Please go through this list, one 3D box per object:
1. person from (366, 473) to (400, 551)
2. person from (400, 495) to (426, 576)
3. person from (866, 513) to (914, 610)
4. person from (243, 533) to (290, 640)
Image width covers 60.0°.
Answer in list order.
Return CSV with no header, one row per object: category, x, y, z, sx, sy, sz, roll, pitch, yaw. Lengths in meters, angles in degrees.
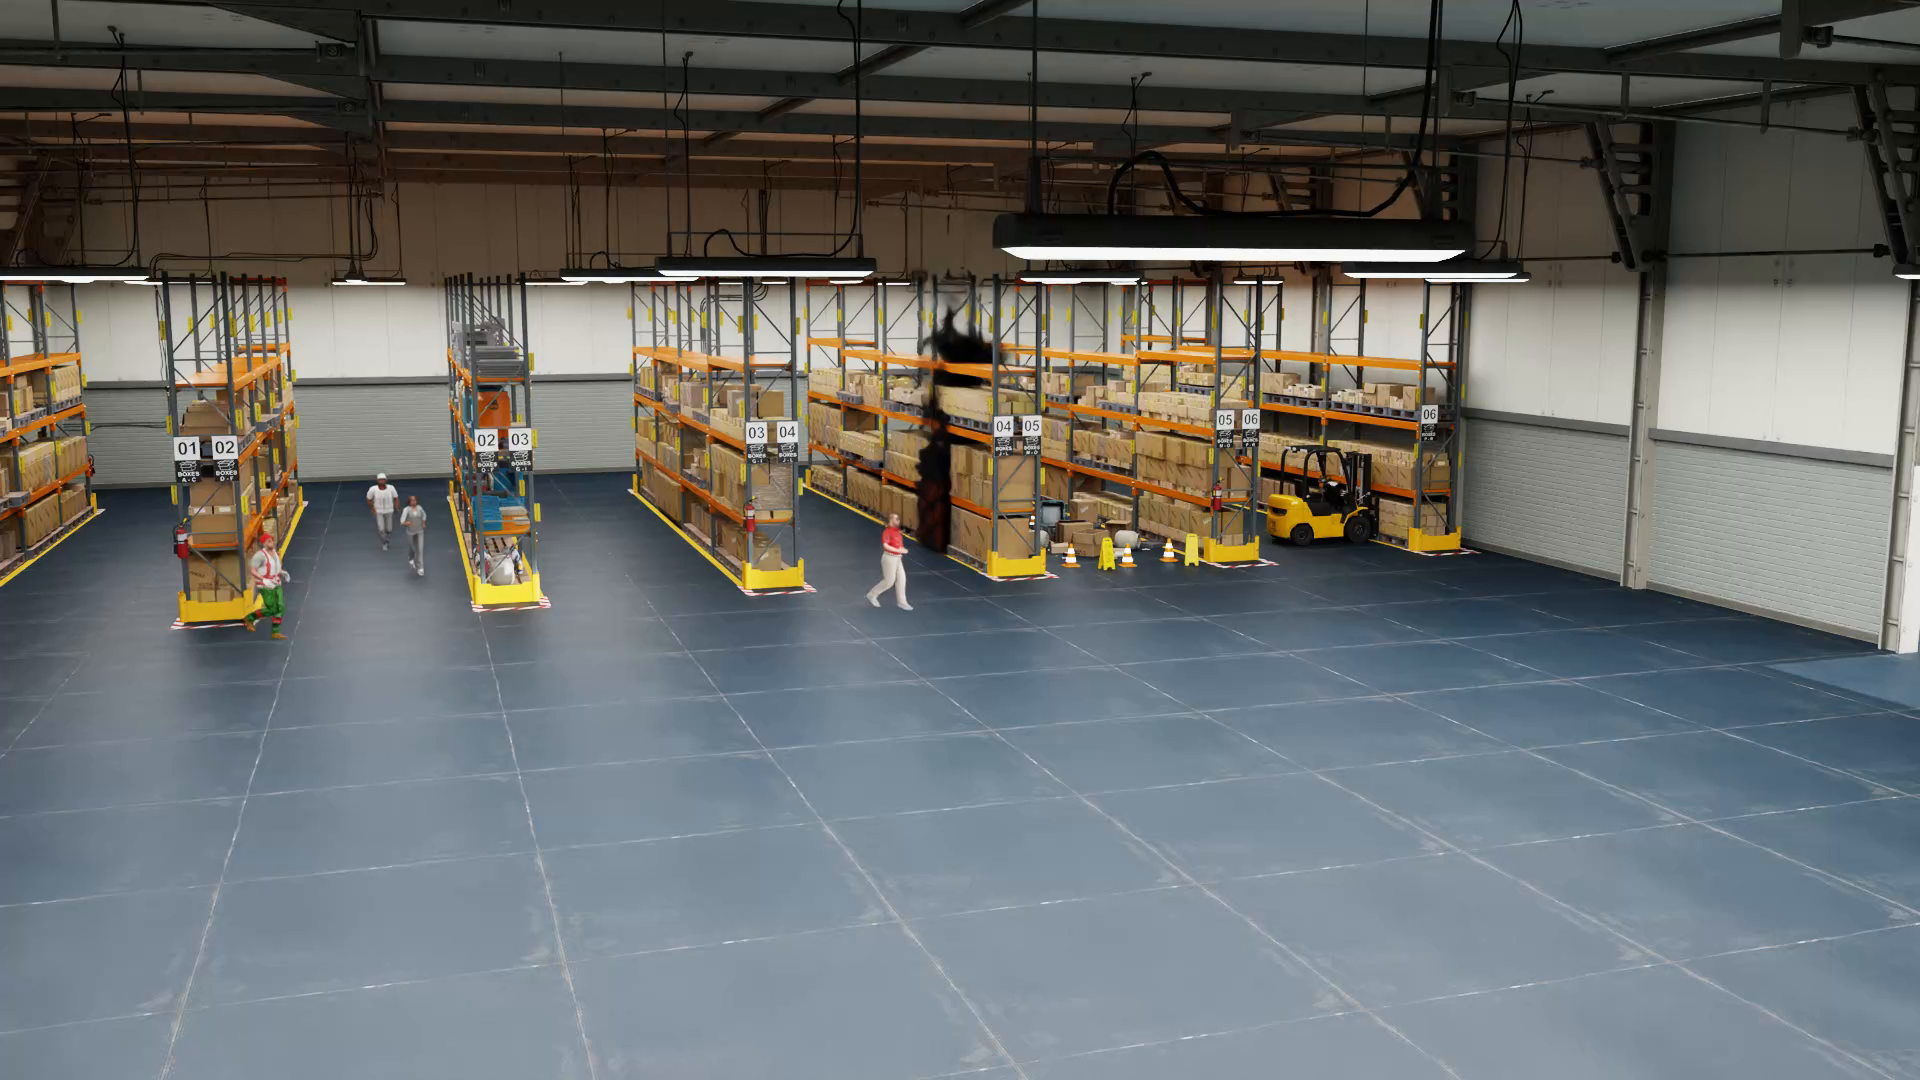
person,-12.713,-0.630,36.627,0.682,1.709,0.623,-4,10,-26
person,-10.992,-0.124,33.514,0.540,1.597,0.879,-4,10,-27
person,-1.237,0.390,29.836,0.846,1.755,0.686,2,9,16
person,-11.404,0.754,27.359,0.700,1.763,0.657,2,9,14
